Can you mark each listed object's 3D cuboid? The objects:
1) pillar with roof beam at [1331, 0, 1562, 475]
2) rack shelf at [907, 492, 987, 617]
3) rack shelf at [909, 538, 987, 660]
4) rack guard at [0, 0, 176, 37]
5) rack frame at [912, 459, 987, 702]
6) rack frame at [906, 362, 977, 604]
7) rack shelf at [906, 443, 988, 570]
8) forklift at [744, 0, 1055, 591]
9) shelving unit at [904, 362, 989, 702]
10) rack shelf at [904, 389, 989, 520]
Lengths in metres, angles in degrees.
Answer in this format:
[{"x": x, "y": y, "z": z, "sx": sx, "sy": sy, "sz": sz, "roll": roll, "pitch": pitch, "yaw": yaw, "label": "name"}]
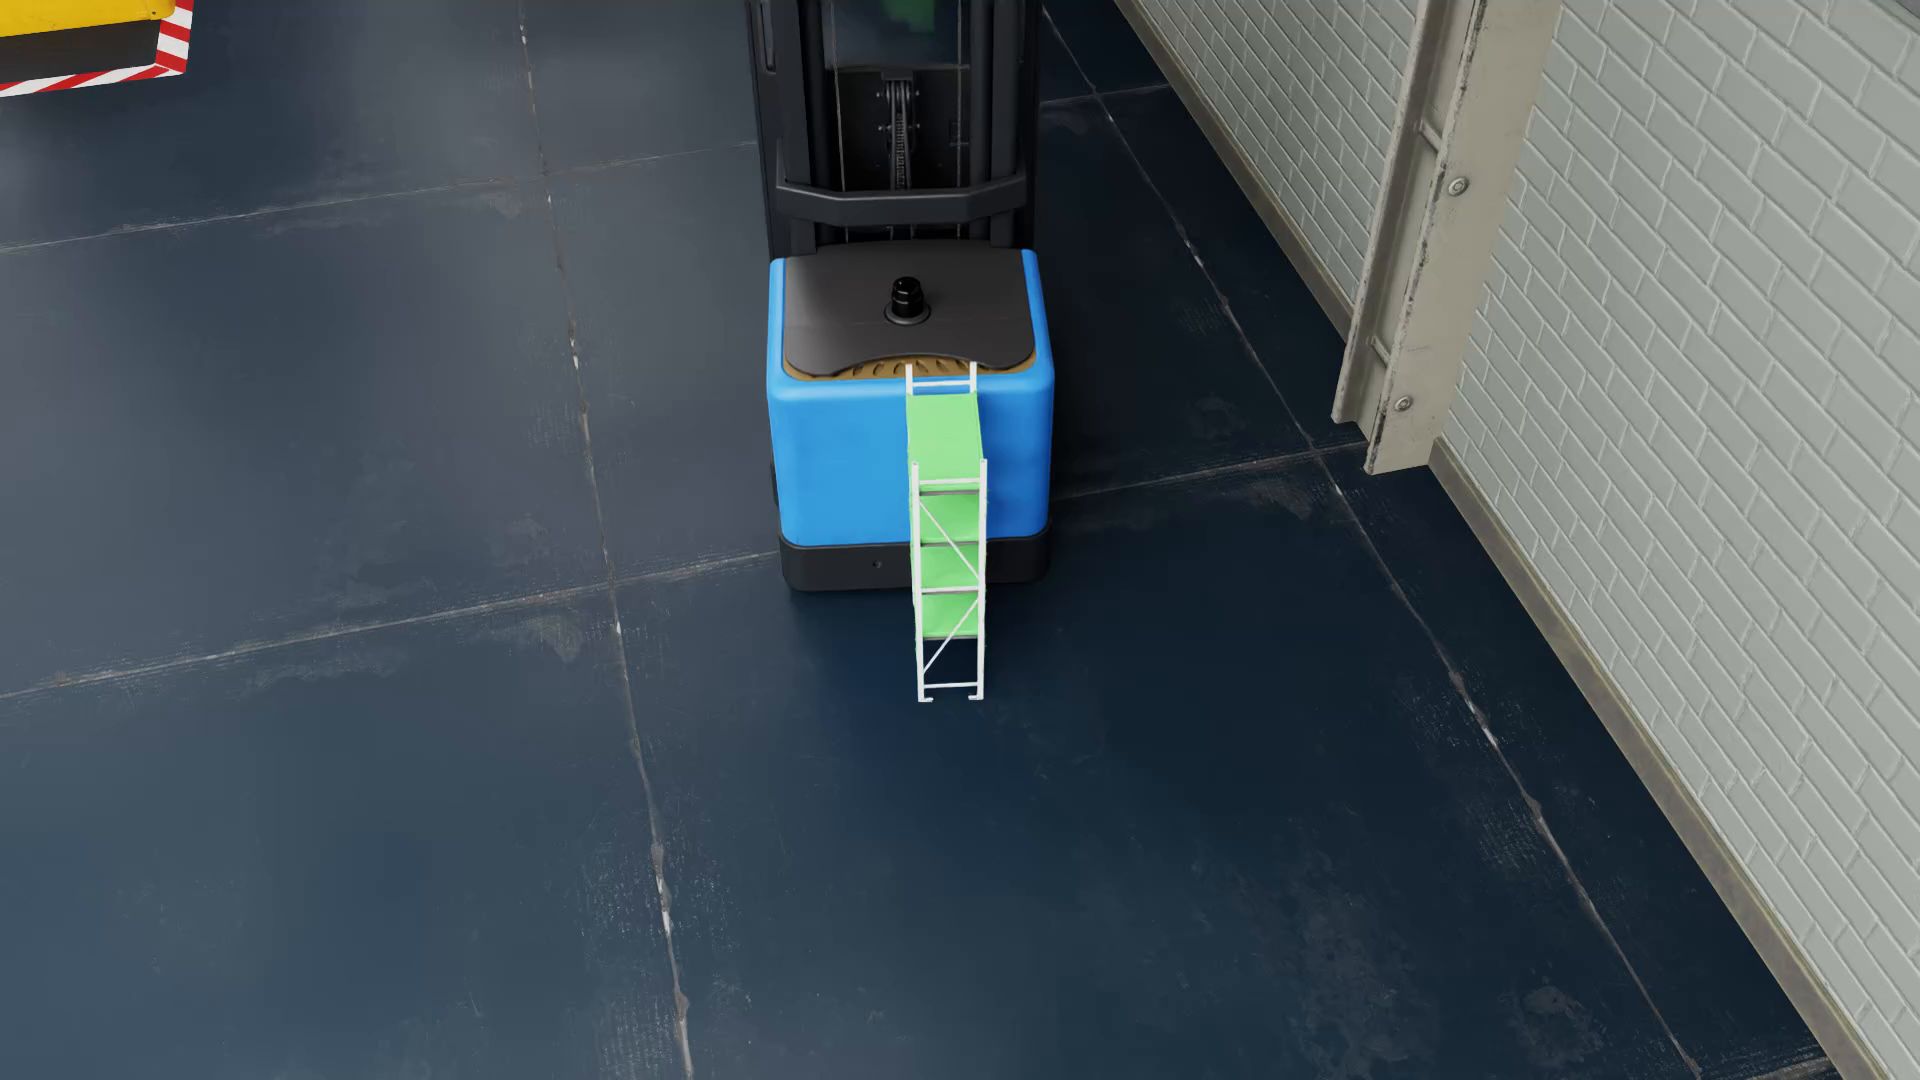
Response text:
[{"x": -2.339, "y": -2.801, "z": 3.194, "sx": 9.100, "sy": 9.000, "sz": 0.400, "roll": -11, "pitch": 47, "yaw": -10, "label": "pillar with roof beam"}, {"x": -0.049, "y": 0.042, "z": 5.958, "sx": 0.258, "sy": 0.148, "sz": 0.480, "roll": -3, "pitch": 46, "yaw": -2, "label": "rack shelf"}, {"x": -0.049, "y": 0.210, "z": 6.130, "sx": 0.258, "sy": 0.148, "sz": 0.480, "roll": -3, "pitch": 46, "yaw": -2, "label": "rack shelf"}, {"x": -5.224, "y": -3.252, "z": 9.587, "sx": 1.175, "sy": 0.500, "sz": 0.348, "roll": -11, "pitch": 47, "yaw": -10, "label": "rack guard"}, {"x": -0.034, "y": 0.171, "z": 5.742, "sx": 0.240, "sy": 1.200, "sz": 0.015, "roll": -3, "pitch": 46, "yaw": -2, "label": "rack frame"}, {"x": -0.064, "y": -0.177, "z": 6.083, "sx": 0.240, "sy": 1.200, "sz": 0.015, "roll": -3, "pitch": 46, "yaw": -2, "label": "rack frame"}, {"x": -0.049, "y": -0.126, "z": 5.787, "sx": 0.258, "sy": 0.148, "sz": 0.480, "roll": -3, "pitch": 46, "yaw": -2, "label": "rack shelf"}, {"x": -0.257, "y": -1.873, "z": 6.534, "sx": 1.130, "sy": 2.935, "sz": 3.031, "roll": -3, "pitch": 46, "yaw": -2, "label": "forklift"}, {"x": -0.049, "y": -0.003, "z": 5.913, "sx": 0.258, "sy": 1.200, "sz": 0.503, "roll": -3, "pitch": 46, "yaw": -2, "label": "shelving unit"}, {"x": -0.049, "y": -0.294, "z": 5.615, "sx": 0.258, "sy": 0.148, "sz": 0.480, "roll": -3, "pitch": 46, "yaw": -2, "label": "rack shelf"}]
